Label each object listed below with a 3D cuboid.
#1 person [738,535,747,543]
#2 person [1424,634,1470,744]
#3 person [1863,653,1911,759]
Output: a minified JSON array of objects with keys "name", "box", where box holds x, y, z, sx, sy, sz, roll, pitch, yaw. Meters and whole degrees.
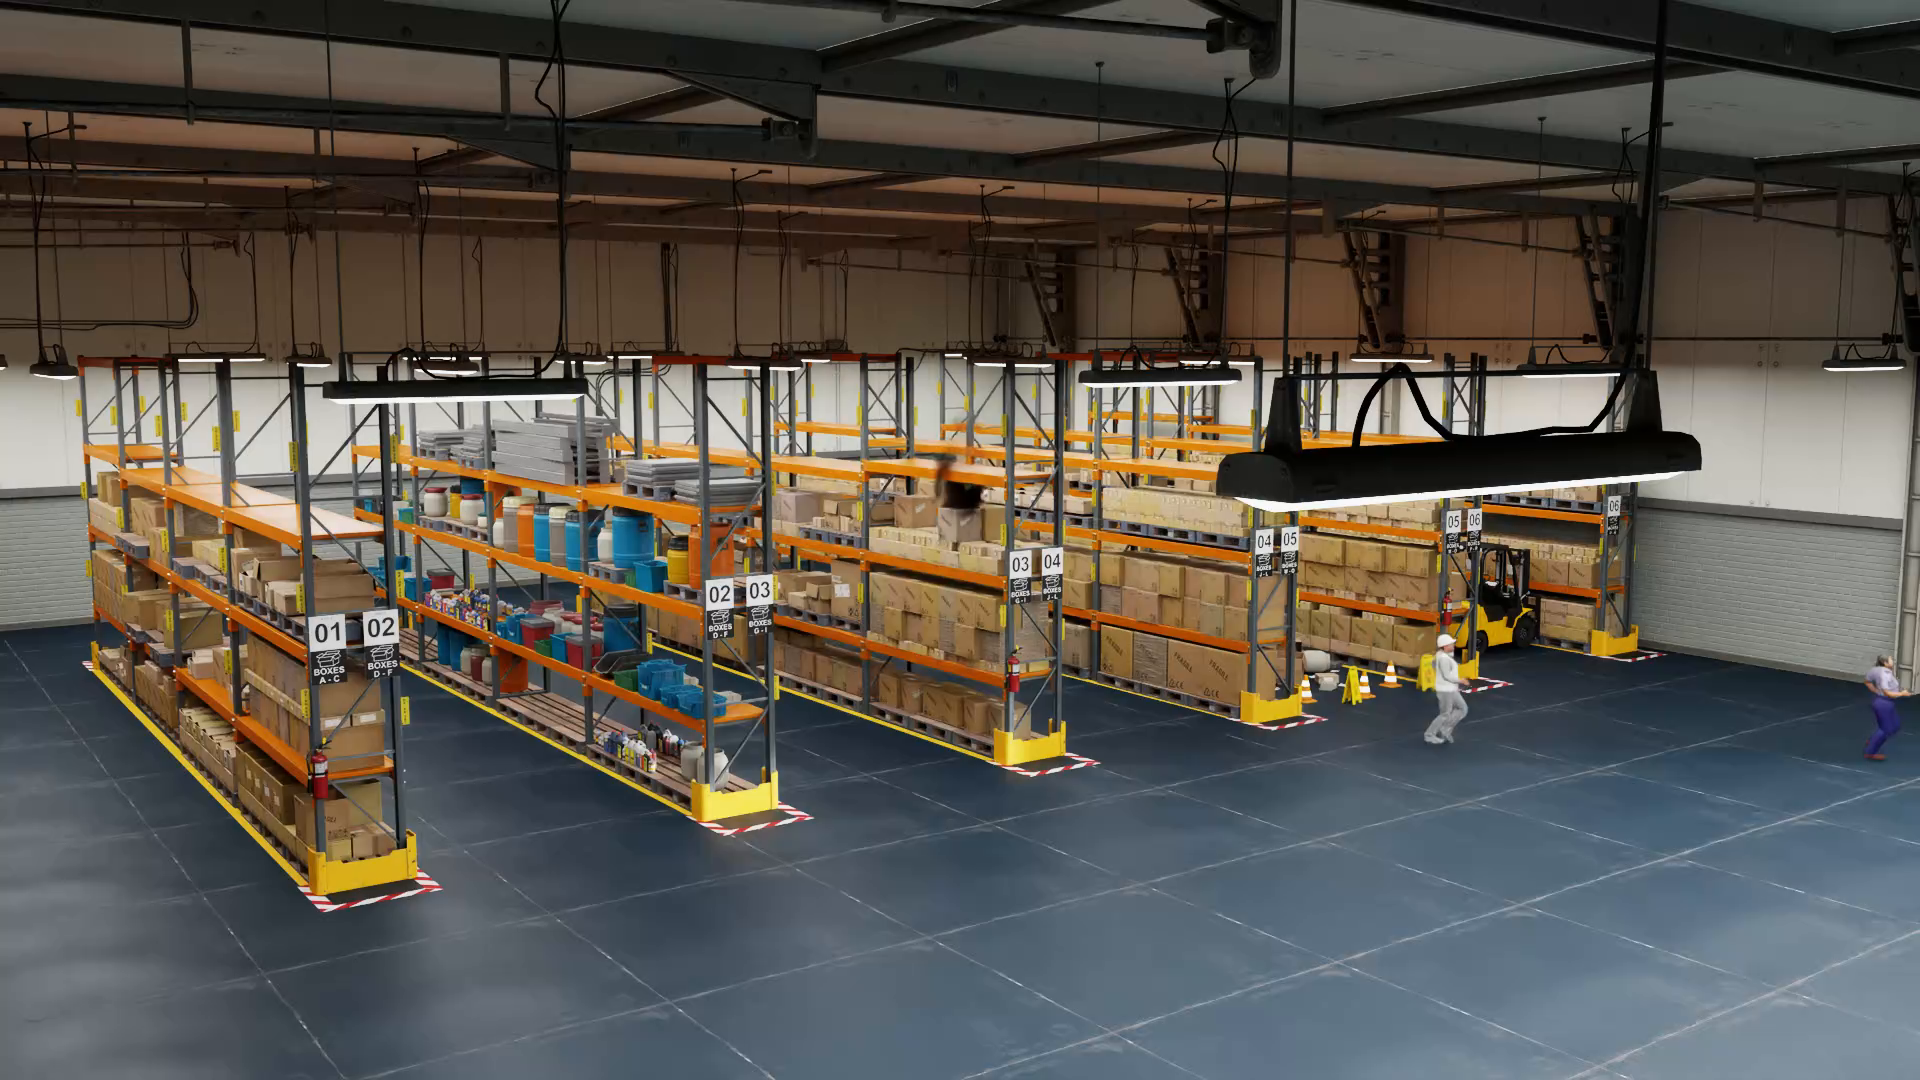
[{"name":"person","box":[-5.499,0.535,41.240,0.715,1.641,0.715,-5,9,-36]},{"name":"person","box":[7.608,2.330,25.945,0.672,1.755,0.668,2,7,17]},{"name":"person","box":[13.940,2.508,24.997,0.576,1.606,0.591,2,7,16]}]
